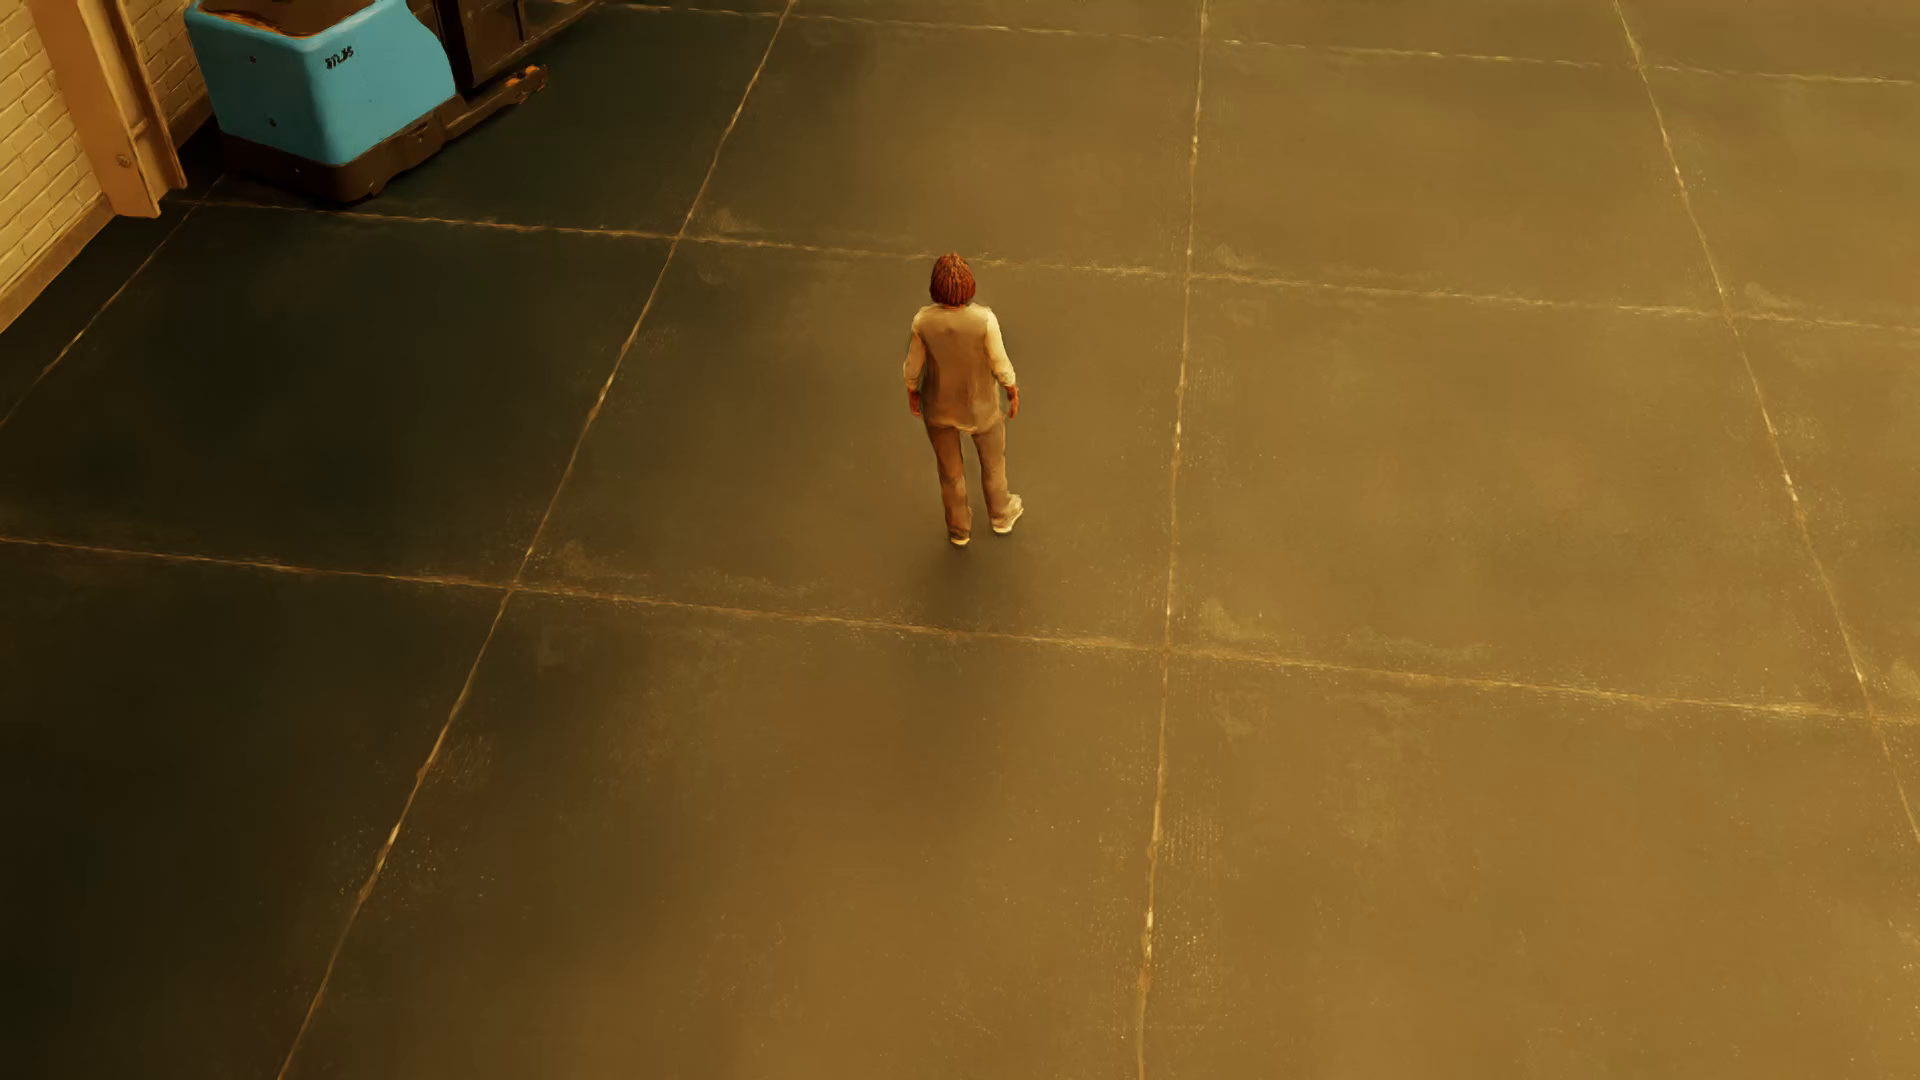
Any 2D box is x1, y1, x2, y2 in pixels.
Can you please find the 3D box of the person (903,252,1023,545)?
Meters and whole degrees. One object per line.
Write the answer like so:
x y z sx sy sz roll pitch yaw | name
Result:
0.024 -0.642 7.399 0.521 1.597 0.474 5 43 6 | person

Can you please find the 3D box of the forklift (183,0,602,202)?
-3.422 -4.106 10.194 1.130 2.935 3.031 19 46 20 | forklift
